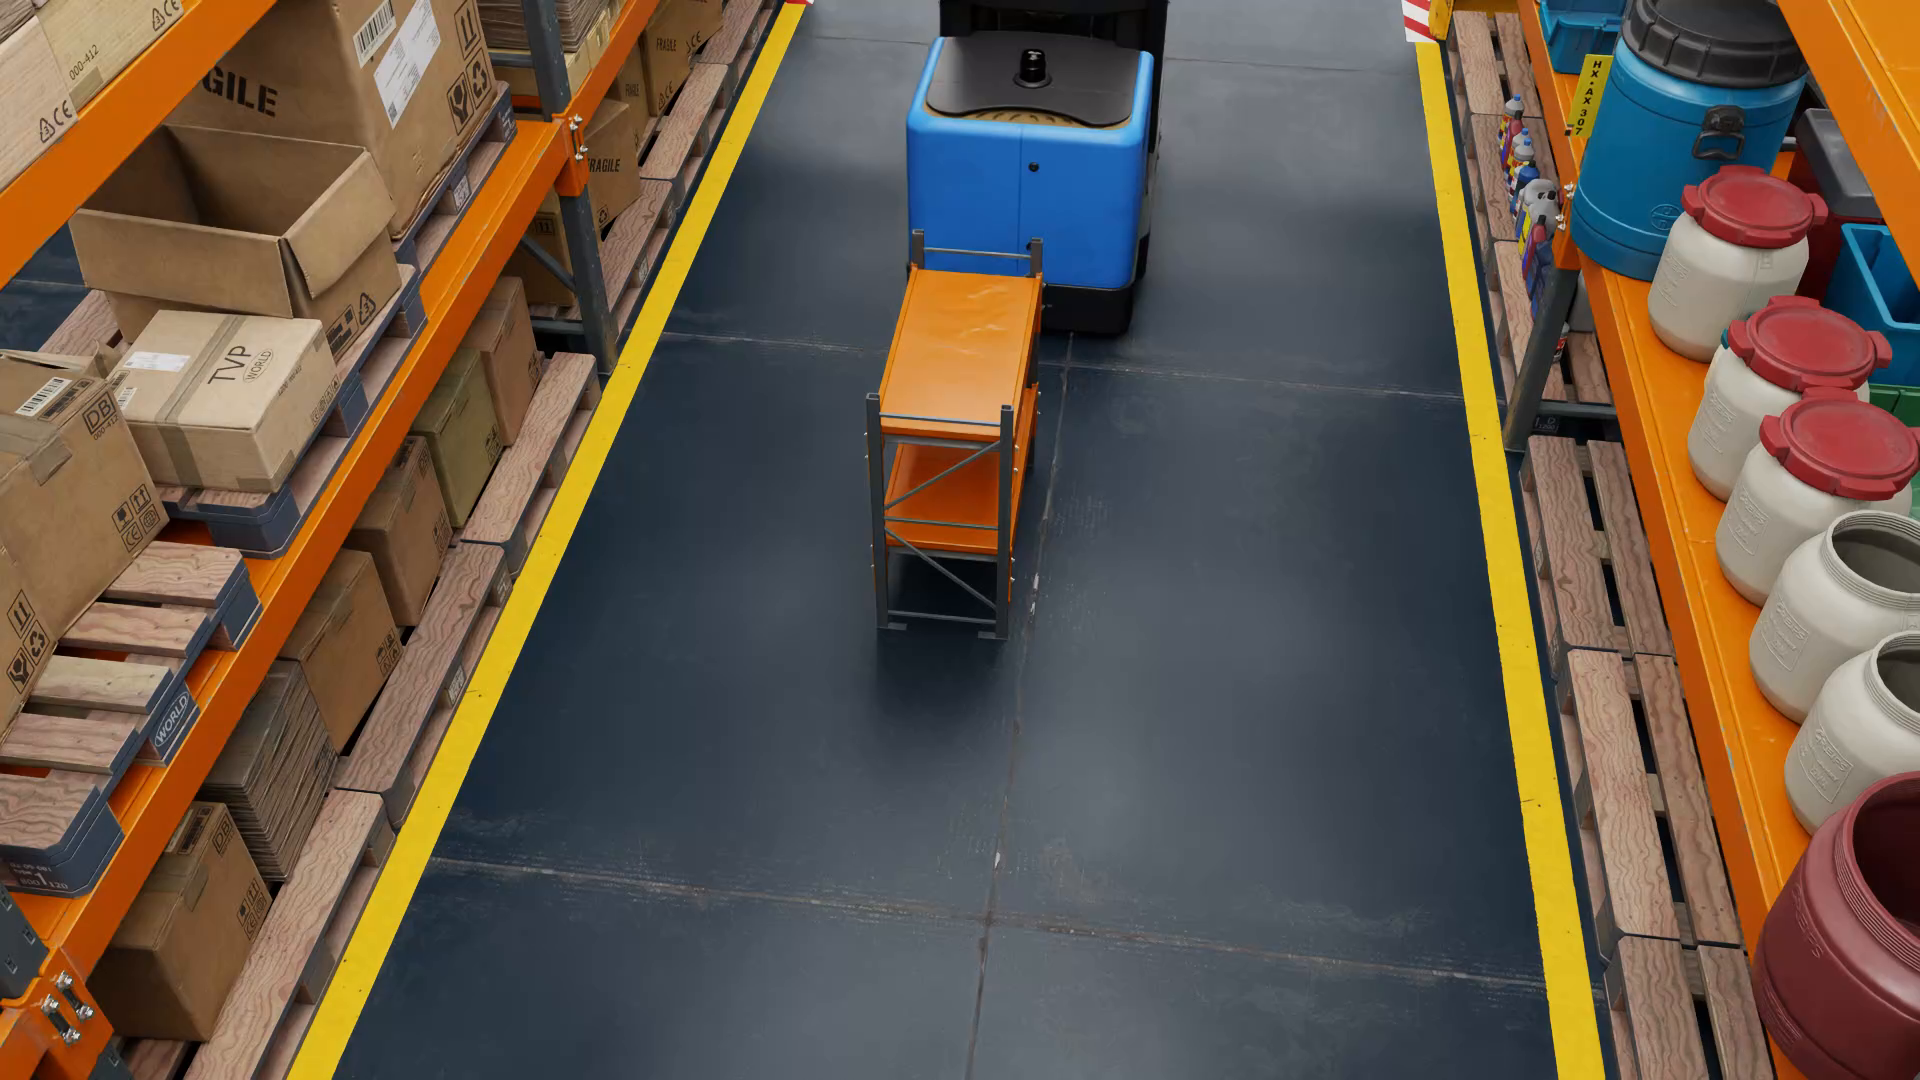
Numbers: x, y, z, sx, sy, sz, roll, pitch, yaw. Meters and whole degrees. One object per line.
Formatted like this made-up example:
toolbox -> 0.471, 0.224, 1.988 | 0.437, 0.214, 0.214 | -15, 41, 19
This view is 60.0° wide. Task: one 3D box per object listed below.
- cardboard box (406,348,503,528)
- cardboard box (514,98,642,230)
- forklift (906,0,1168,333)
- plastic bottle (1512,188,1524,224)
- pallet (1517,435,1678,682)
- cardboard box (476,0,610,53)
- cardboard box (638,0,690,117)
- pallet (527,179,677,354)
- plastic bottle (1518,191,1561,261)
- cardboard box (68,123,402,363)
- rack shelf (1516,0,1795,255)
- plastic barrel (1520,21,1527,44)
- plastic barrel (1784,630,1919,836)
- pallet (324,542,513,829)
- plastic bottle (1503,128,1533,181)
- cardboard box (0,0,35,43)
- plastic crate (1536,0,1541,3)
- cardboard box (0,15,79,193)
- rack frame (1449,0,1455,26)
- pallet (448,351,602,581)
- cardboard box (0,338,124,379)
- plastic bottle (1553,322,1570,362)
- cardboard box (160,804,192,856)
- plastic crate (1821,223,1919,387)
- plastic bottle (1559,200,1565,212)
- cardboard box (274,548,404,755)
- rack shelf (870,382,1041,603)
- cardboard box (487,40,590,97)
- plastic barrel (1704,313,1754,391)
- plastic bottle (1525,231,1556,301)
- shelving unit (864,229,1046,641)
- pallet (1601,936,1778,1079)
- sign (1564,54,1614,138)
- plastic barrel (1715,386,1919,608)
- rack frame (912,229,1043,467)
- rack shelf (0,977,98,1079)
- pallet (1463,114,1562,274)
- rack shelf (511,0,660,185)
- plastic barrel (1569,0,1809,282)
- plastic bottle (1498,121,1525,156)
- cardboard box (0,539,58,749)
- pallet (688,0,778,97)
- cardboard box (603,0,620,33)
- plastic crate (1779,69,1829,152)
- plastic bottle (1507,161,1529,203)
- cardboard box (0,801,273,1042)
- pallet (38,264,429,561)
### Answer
cardboard box -> -2.252, -0.425, 6.515 | 0.700, 0.500, 0.500 | 5, 44, 5
cardboard box -> -1.907, -1.817, 8.000 | 0.500, 0.500, 0.500 | 19, 46, 19
forklift -> 0.483, -3.034, 7.823 | 1.130, 2.935, 3.031 | 6, 44, 6
plastic bottle -> 2.724, -1.615, 7.989 | 0.097, 0.201, 0.097 | 0, 43, 0
pallet -> 2.777, 0.089, 6.502 | 1.003, 0.211, 1.213 | 5, 44, 6
cardboard box -> -1.947, -2.358, 6.769 | 0.875, 0.500, 0.500 | 5, 44, 6
cardboard box -> -1.784, -2.624, 8.852 | 0.500, 0.500, 0.500 | 9, 44, 9
pallet -> -2.014, -1.361, 8.034 | 1.003, 0.211, 1.213 | 5, 44, 6
plastic bottle -> 2.710, -1.476, 7.734 | 0.144, 0.351, 0.185 | 5, 44, 5
cardboard box -> -2.205, -0.913, 5.152 | 0.797, 0.503, 0.637 | 9, 44, 10
rack shelf -> 3.107, -2.564, 7.799 | 1.077, 0.370, 4.000 | 5, 44, 6
plastic barrel -> 3.360, -2.982, 9.222 | 0.421, 0.512, 0.421 | 0, 43, 0
plastic barrel -> 2.238, 0.503, 3.956 | 0.421, 0.512, 0.421 | 0, 43, 0
pallet -> -2.328, 0.465, 6.106 | 1.003, 0.211, 1.213 | 5, 44, 6
plastic bottle -> 2.777, -1.916, 8.257 | 0.097, 0.271, 0.097 | 0, 43, 0
cardboard box -> -2.208, -1.136, 3.150 | 0.500, 0.500, 0.500 | 6, 44, 6
plastic crate -> 2.806, -2.496, 7.396 | 0.530, 0.136, 0.437 | 5, 44, 6
cardboard box -> -2.213, -0.868, 3.412 | 0.500, 0.250, 0.500 | 6, 44, 7
rack frame -> 3.371, -4.188, 8.992 | 1.000, 3.000, 0.127 | 5, 44, 6
pallet -> -2.169, -0.369, 6.986 | 1.003, 0.211, 1.213 | 5, 44, 6
cardboard box -> -2.643, -0.451, 4.837 | 0.396, 0.266, 0.258 | 4, 44, 4
plastic bottle -> 2.581, -0.881, 7.214 | 0.097, 0.201, 0.097 | 0, 43, 0
cardboard box -> -2.537, 0.830, 4.644 | 0.500, 0.250, 0.500 | 7, 44, 7
plastic crate -> 3.005, -0.676, 5.294 | 0.392, 0.384, 0.575 | 5, 44, 6
plastic bottle -> 2.815, -1.460, 7.766 | 0.061, 0.283, 0.133 | 5, 44, 6
cardboard box -> -2.399, 0.337, 5.711 | 0.700, 0.500, 0.500 | 9, 44, 9
rack shelf -> -0.001, -0.226, 6.526 | 0.538, 0.278, 1.000 | 5, 44, 6
cardboard box -> -1.741, -1.940, 6.800 | 0.380, 0.149, 0.250 | 5, 44, 6
plastic barrel -> 2.515, -0.524, 5.222 | 0.301, 0.262, 0.301 | 0, 43, 0
plastic bottle -> 2.667, -1.256, 7.501 | 0.144, 0.351, 0.185 | 3, 44, 3
shelving unit -> -0.001, -0.404, 6.358 | 0.538, 1.125, 1.048 | 5, 44, 6
pallet -> 2.454, 1.752, 4.746 | 1.003, 0.211, 1.213 | 5, 44, 6
sign -> 2.298, -1.620, 6.078 | 0.100, 0.325, 0.005 | 5, 44, 6
plastic barrel -> 2.344, -0.085, 4.559 | 0.433, 0.535, 0.433 | 0, 43, 0
rack frame -> 0.066, -0.750, 6.724 | 0.500, 1.125, 0.032 | 5, 44, 6
rack shelf -> -2.861, 2.438, 2.517 | 1.077, 0.370, 4.000 | 5, 44, 6
pallet -> 3.131, -1.737, 8.431 | 1.003, 0.211, 1.213 | 5, 44, 6
rack shelf -> -1.803, -3.014, 8.275 | 1.077, 0.370, 4.000 | 5, 44, 6
plastic barrel -> 2.491, -1.408, 5.691 | 0.600, 0.901, 0.708 | 5, 44, 6
plastic bottle -> 2.809, -2.054, 8.453 | 0.097, 0.201, 0.097 | 0, 43, 0
cardboard box -> -2.564, 0.253, 3.923 | 0.500, 0.500, 0.500 | 0, 43, 0
pallet -> -1.691, -3.024, 9.790 | 1.003, 0.211, 1.213 | 5, 44, 6
cardboard box -> -1.689, -2.282, 7.162 | 0.380, 0.149, 0.250 | 5, 44, 6
plastic crate -> 3.037, -1.785, 6.498 | 0.767, 0.338, 0.504 | 5, 44, 6
plastic bottle -> 2.751, -1.755, 8.137 | 0.097, 0.201, 0.097 | 0, 43, 0
cardboard box -> -2.527, 1.103, 4.901 | 0.700, 0.500, 0.500 | 3, 44, 3
pallet -> -2.375, -0.469, 5.204 | 1.003, 0.211, 1.213 | 5, 44, 6
